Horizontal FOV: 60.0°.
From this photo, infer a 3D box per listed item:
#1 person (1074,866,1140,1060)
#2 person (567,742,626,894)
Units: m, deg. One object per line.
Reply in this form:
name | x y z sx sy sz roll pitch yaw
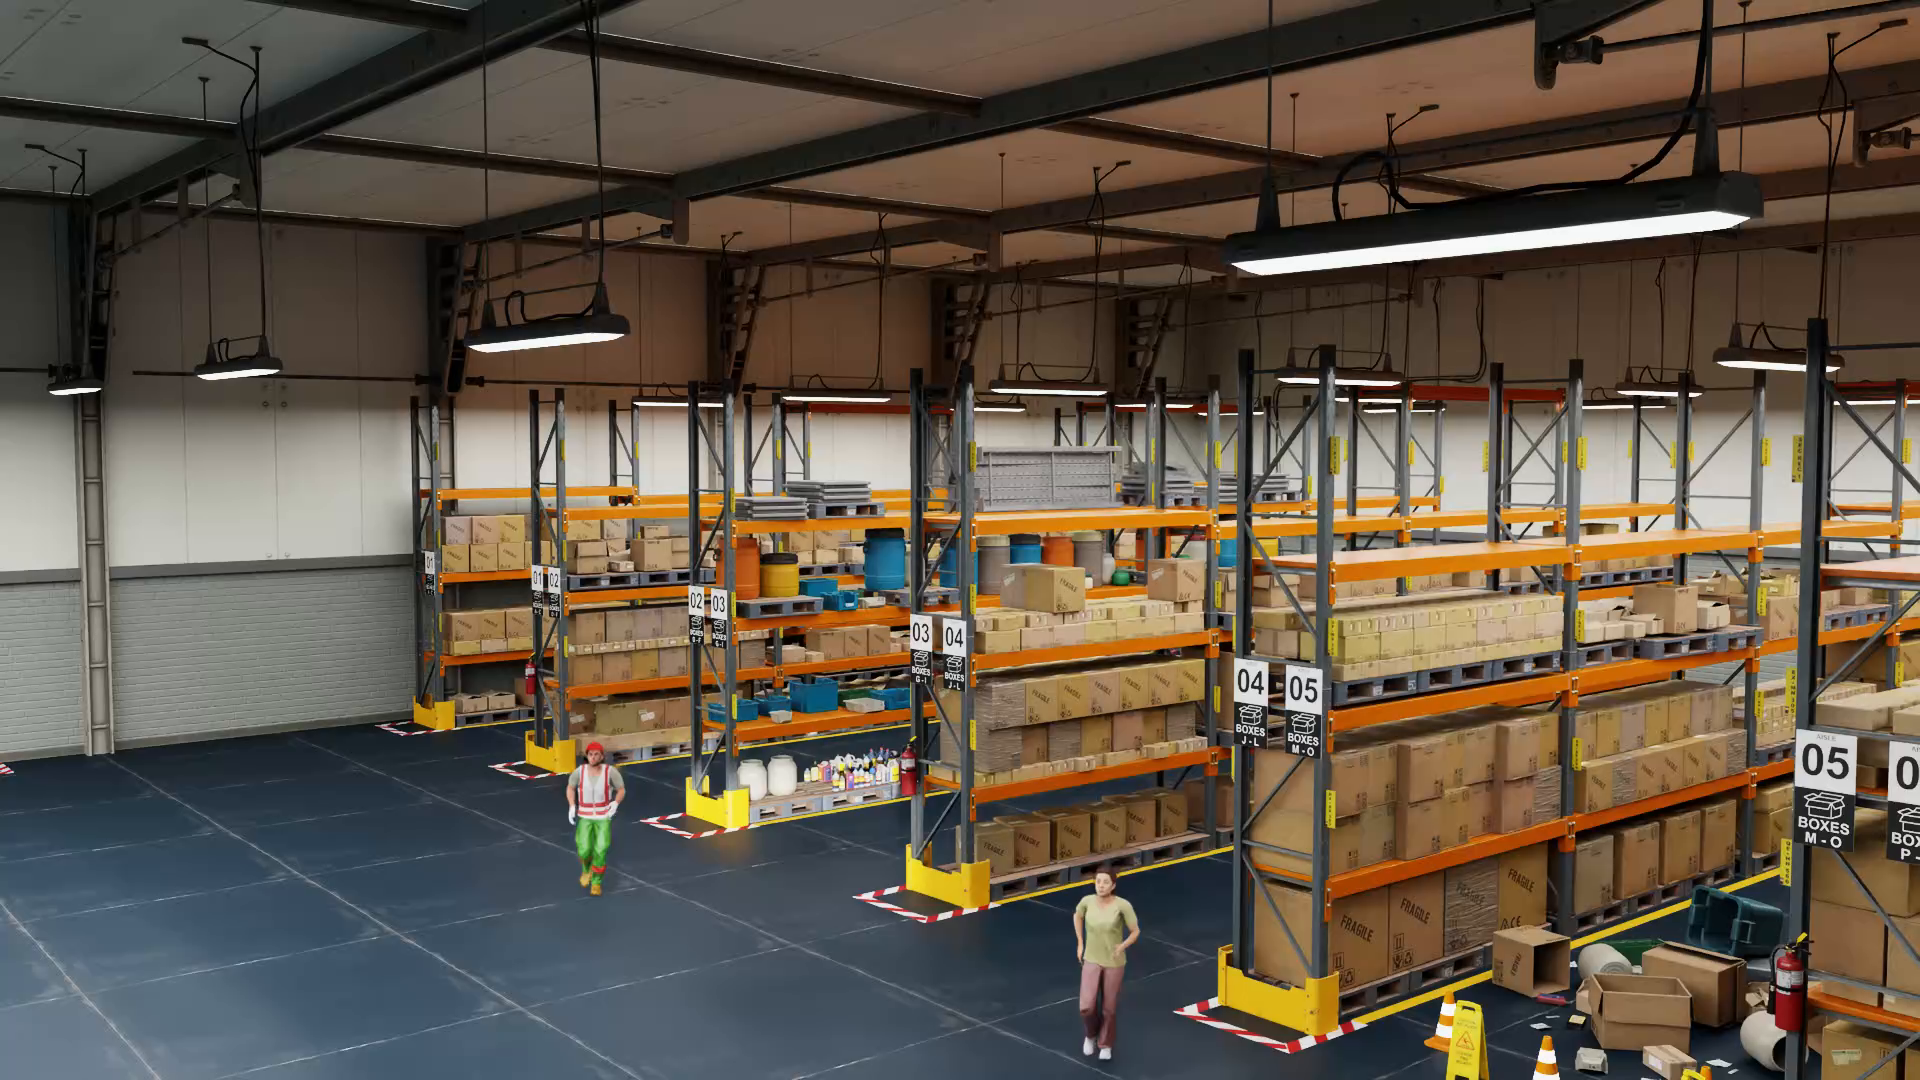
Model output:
person | 1.198 3.523 13.802 0.587 1.641 0.564 1 3 14
person | -4.151 3.168 18.966 0.669 1.749 0.584 -1 3 -9
